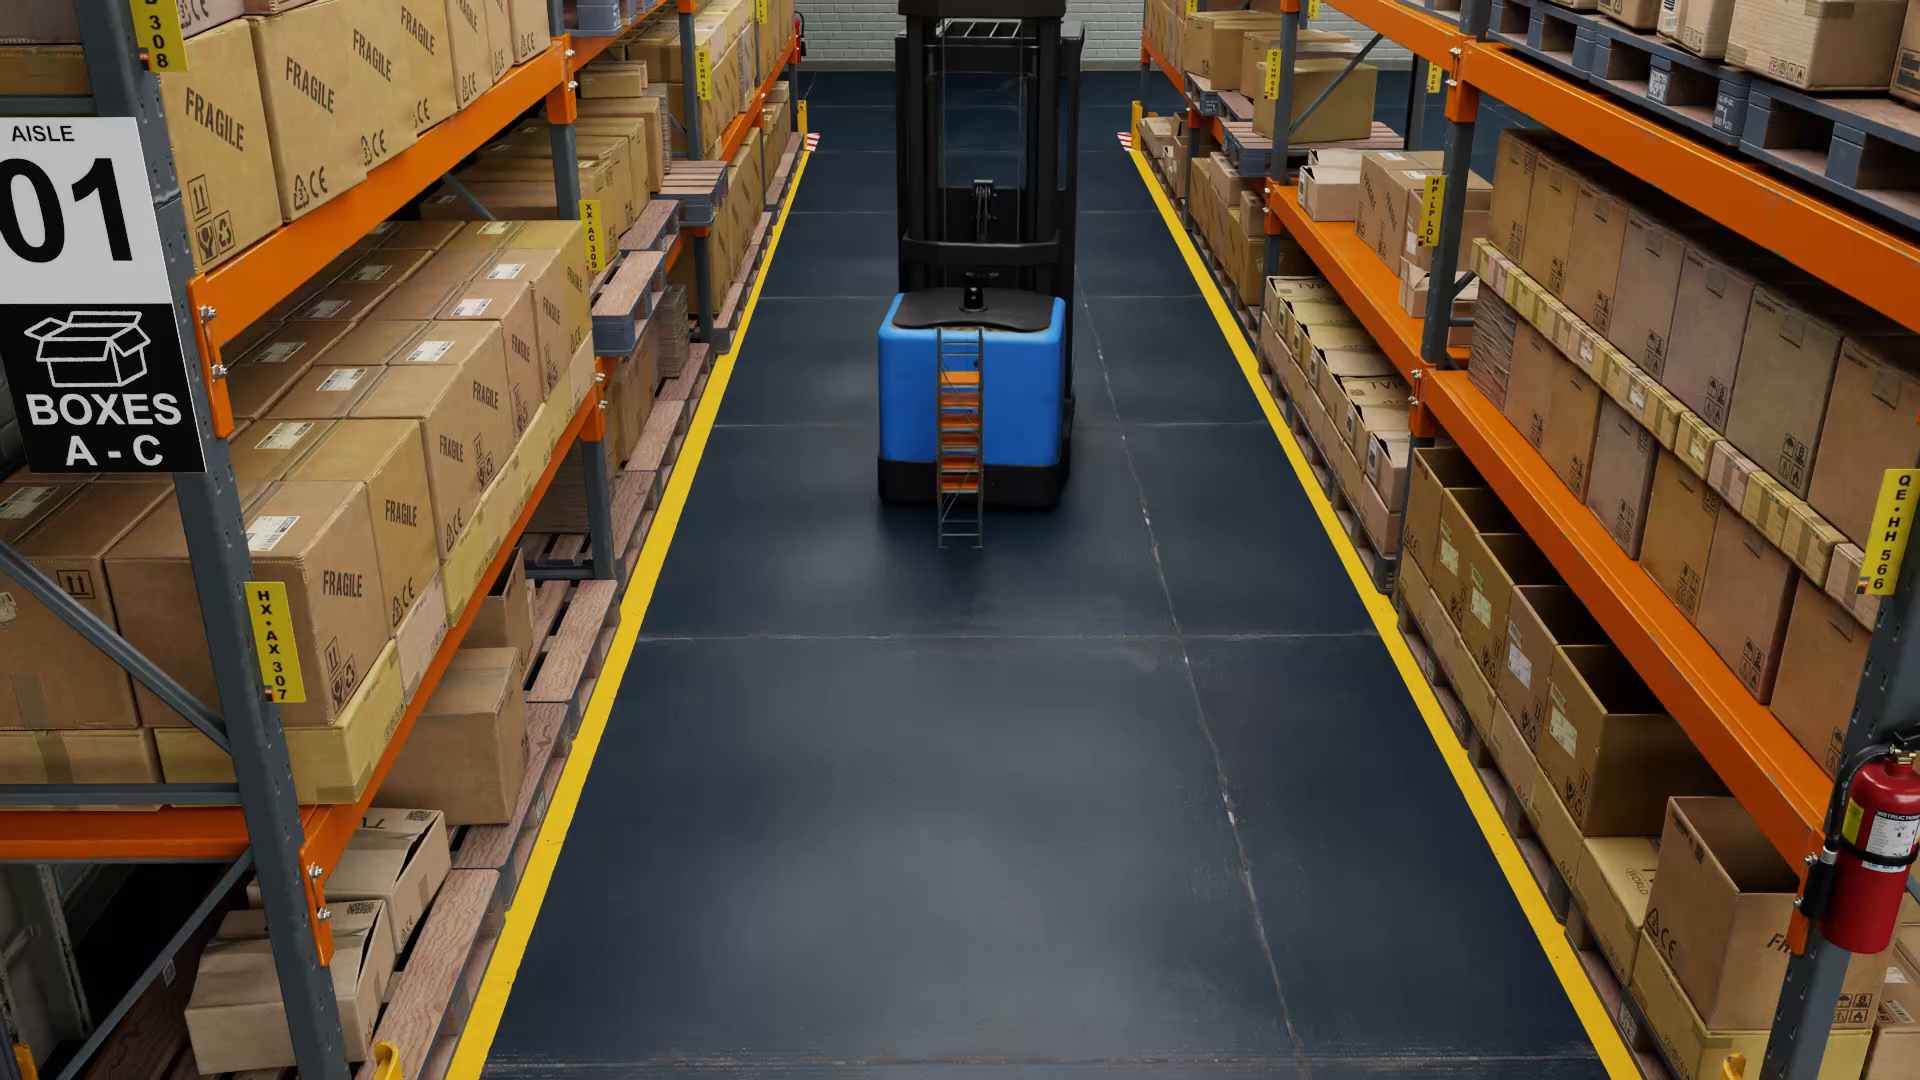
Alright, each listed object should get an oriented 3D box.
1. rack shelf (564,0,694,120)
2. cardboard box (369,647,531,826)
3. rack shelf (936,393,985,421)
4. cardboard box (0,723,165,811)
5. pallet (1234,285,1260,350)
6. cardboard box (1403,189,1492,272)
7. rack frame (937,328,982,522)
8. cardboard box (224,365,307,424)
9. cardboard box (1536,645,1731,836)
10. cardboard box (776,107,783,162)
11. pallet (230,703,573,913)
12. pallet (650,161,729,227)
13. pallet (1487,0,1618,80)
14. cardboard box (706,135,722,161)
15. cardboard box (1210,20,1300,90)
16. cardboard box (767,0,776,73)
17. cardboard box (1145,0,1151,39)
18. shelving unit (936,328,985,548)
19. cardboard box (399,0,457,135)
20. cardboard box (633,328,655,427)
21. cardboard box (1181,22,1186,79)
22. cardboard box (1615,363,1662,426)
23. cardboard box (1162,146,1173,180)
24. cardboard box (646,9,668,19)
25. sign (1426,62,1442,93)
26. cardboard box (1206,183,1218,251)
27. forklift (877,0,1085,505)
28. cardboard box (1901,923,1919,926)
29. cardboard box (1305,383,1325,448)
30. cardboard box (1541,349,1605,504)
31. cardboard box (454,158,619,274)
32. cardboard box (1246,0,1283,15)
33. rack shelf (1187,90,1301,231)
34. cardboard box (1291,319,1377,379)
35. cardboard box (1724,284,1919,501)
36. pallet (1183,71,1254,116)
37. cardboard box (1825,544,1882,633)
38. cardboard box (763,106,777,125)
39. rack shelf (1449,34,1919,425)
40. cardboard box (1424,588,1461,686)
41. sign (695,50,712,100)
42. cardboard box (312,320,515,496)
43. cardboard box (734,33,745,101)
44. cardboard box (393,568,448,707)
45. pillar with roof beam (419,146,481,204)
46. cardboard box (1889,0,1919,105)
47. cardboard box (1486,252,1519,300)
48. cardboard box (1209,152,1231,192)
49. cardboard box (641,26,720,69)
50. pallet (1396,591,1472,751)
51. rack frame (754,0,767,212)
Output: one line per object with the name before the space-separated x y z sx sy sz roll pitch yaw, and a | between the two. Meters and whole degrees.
rack shelf | -2.262 -2.865 9.179 1.077 0.370 4.000 0 24 -1
cardboard box | -2.078 0.761 6.426 0.700 0.500 0.500 -2 24 -4
rack shelf | 0.000 -0.719 8.909 0.258 0.103 0.180 0 24 -1
cardboard box | -2.395 0.513 4.633 0.500 0.250 0.500 0 24 0
pallet | 2.700 -1.712 12.779 1.003 0.211 1.213 0 24 -1
cardboard box | 2.716 -1.605 9.038 0.500 0.500 0.500 1 24 3
rack frame | -0.001 -0.578 9.073 0.240 1.200 0.006 0 24 -1
cardboard box | -2.420 -0.250 5.411 0.500 0.500 0.500 -1 24 -2
cardboard box | 2.428 0.710 5.957 0.500 0.500 0.500 0 24 -1
cardboard box | -2.251 -4.298 17.637 0.700 0.500 0.500 -1 24 -2
pallet | -2.181 1.049 6.675 1.003 0.211 1.213 0 24 -1
pallet | -2.169 -2.270 10.862 1.213 0.211 1.003 0 24 -1
pallet | 2.749 -2.001 6.502 1.003 0.211 1.213 0 24 -1
cardboard box | -1.968 -2.896 12.293 0.380 0.149 0.250 0 24 1
cardboard box | 2.479 -4.080 14.001 0.700 0.500 0.500 4 25 8
cardboard box | -2.319 -4.960 16.213 0.980 0.700 0.700 -1 24 -2
cardboard box | 2.324 -5.832 18.385 0.500 0.500 0.500 0 24 1
shelving unit | 0.000 -0.541 8.990 0.258 1.200 0.189 0 24 -1
cardboard box | -1.957 -1.571 5.297 0.500 0.500 0.500 1 24 3
cardboard box | -2.300 -0.998 10.317 0.700 0.500 0.500 0 24 -1
cardboard box | 2.364 -4.573 15.600 0.500 0.500 0.500 0 24 0
cardboard box | 2.543 -0.515 5.840 0.380 0.149 0.250 -1 24 -1
cardboard box | 2.328 -3.841 16.831 0.500 0.311 0.500 0 24 -1
cardboard box | -2.558 -4.003 13.044 0.500 0.250 0.500 -1 24 -2
sign | 3.225 -3.206 11.293 0.100 0.325 0.005 0 24 -1
cardboard box | 2.403 -2.758 14.208 0.500 0.500 0.500 0 24 0
forklift | 0.188 -2.105 10.348 1.130 2.935 3.031 2 24 5
cardboard box | 2.965 1.256 5.661 0.500 0.250 0.500 0 24 -1
cardboard box | 2.405 -0.763 10.125 0.500 0.250 0.500 0 24 1
cardboard box | 2.738 -0.465 6.517 0.700 0.500 0.500 0 24 0
cardboard box | -2.210 -1.689 8.688 0.700 0.500 0.500 2 24 5
cardboard box | 2.902 -5.019 15.373 0.500 0.500 0.500 0 24 1
rack shelf | 2.648 -3.171 13.494 1.077 0.370 4.000 0 24 -1
cardboard box | 2.399 -1.225 10.465 0.500 0.311 0.500 -1 24 -2
cardboard box | 2.753 -0.446 4.899 0.700 0.500 0.500 -1 24 -2
pallet | 2.526 -3.905 14.478 1.003 0.211 1.213 0 24 -1
cardboard box | 2.562 0.124 4.427 0.380 0.149 0.250 -1 24 -1
cardboard box | -2.060 -4.312 16.882 0.380 0.149 0.250 -1 24 -2
rack shelf | 2.735 -1.241 5.587 1.077 0.370 4.000 0 24 -1
cardboard box | 2.416 0.434 7.478 0.500 0.250 0.500 0 24 -1
sign | -1.741 -3.148 11.262 0.100 0.325 0.005 0 24 -1
cardboard box | -1.913 -0.464 5.884 0.500 0.500 0.500 0 24 1
cardboard box | -2.058 -3.883 13.688 0.500 0.500 0.500 0 24 0
cardboard box | -1.904 0.289 5.129 0.500 0.250 0.500 -1 24 -2
pillar with roof beam | 1.170 -4.864 9.084 9.100 9.000 0.400 0 24 -1
cardboard box | 2.755 -1.284 4.003 0.797 0.503 0.637 1 24 3
cardboard box | 2.526 -1.152 7.249 0.380 0.149 0.250 0 24 0
cardboard box | 2.399 -3.113 14.083 0.500 0.250 0.500 0 24 0
cardboard box | -2.037 -3.592 12.136 0.500 0.250 0.500 -1 24 -1
pallet | 2.680 0.572 7.729 1.003 0.211 1.213 0 24 -1
rack frame | -2.327 -4.299 15.115 1.000 3.000 0.127 0 24 -1
